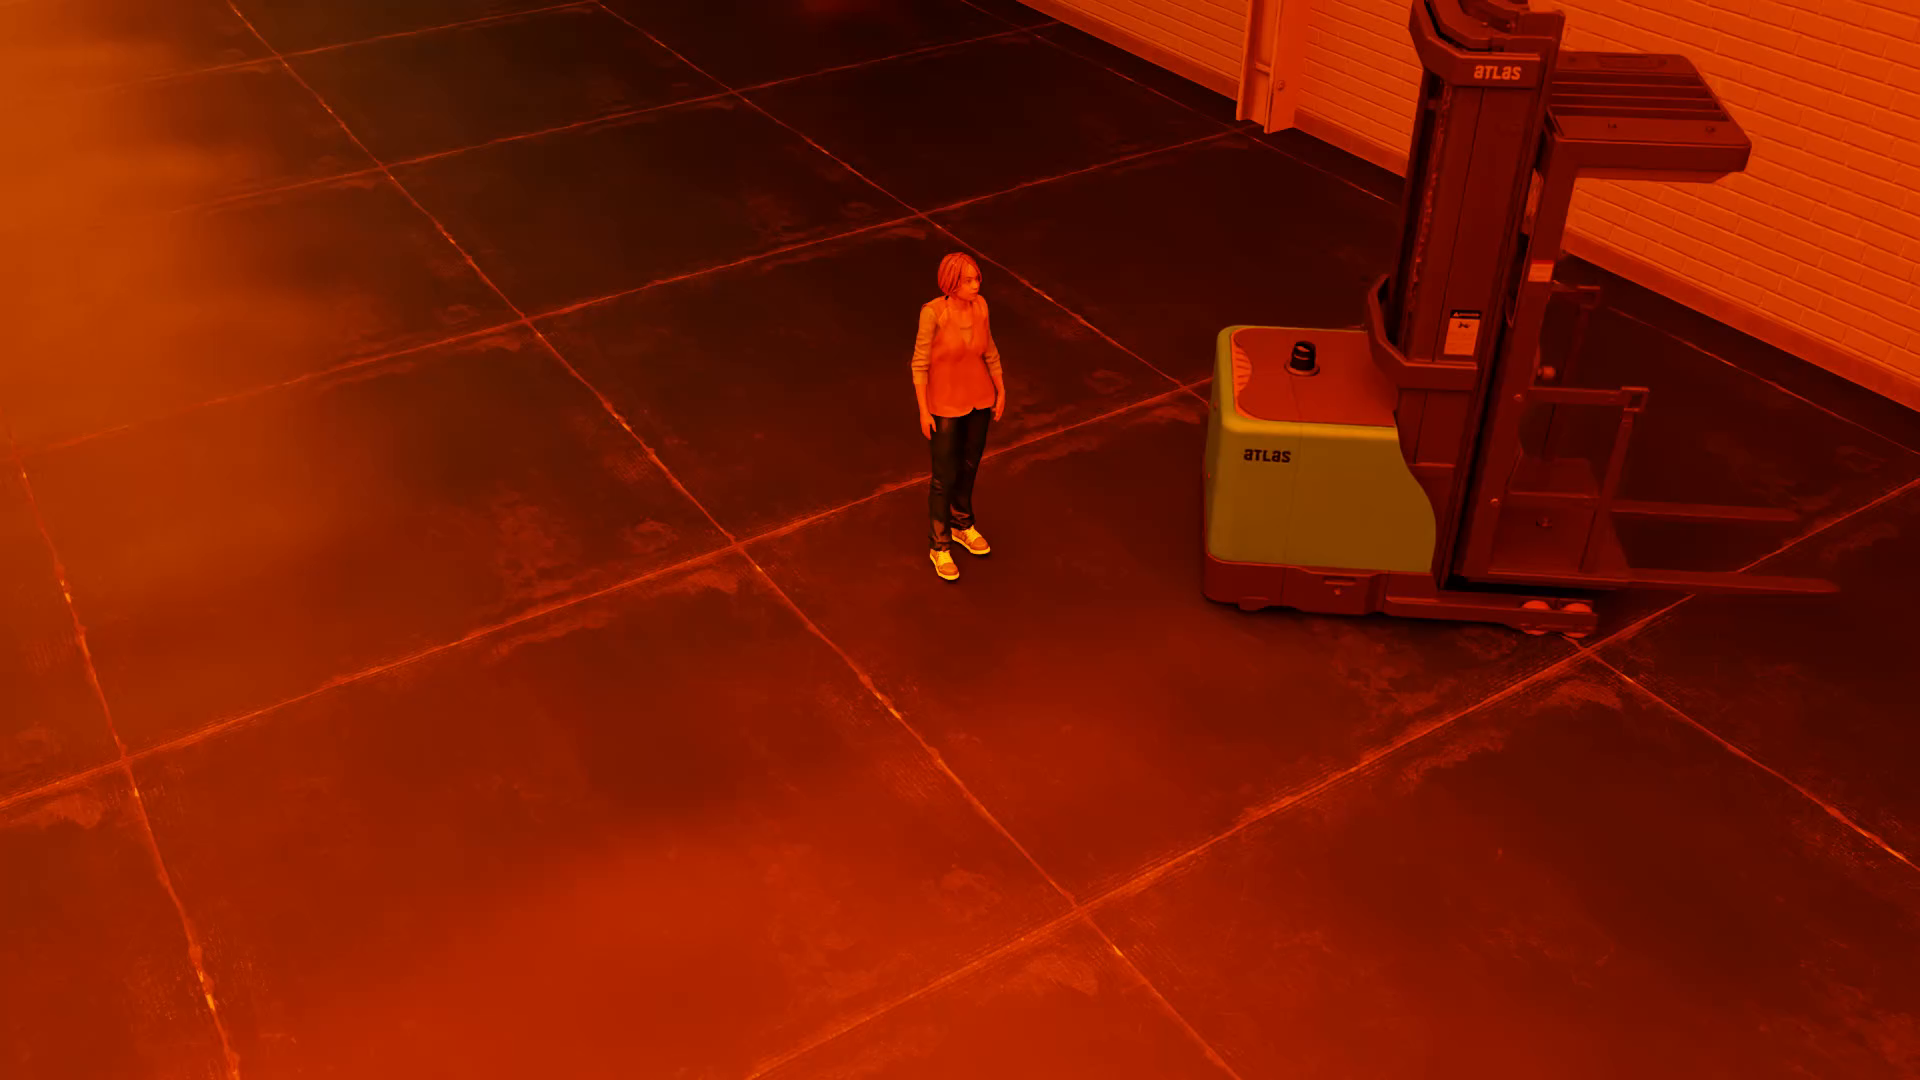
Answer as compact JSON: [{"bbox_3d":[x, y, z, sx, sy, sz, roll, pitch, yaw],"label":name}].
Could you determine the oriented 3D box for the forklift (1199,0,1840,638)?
[{"bbox_3d":[2.744,-1.052,7.644,3.031,2.935,1.130,3,35,5],"label":"forklift"}]

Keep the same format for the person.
[{"bbox_3d":[0.029,-0.619,8.177,0.521,1.599,0.473,-21,40,-27],"label":"person"}]
